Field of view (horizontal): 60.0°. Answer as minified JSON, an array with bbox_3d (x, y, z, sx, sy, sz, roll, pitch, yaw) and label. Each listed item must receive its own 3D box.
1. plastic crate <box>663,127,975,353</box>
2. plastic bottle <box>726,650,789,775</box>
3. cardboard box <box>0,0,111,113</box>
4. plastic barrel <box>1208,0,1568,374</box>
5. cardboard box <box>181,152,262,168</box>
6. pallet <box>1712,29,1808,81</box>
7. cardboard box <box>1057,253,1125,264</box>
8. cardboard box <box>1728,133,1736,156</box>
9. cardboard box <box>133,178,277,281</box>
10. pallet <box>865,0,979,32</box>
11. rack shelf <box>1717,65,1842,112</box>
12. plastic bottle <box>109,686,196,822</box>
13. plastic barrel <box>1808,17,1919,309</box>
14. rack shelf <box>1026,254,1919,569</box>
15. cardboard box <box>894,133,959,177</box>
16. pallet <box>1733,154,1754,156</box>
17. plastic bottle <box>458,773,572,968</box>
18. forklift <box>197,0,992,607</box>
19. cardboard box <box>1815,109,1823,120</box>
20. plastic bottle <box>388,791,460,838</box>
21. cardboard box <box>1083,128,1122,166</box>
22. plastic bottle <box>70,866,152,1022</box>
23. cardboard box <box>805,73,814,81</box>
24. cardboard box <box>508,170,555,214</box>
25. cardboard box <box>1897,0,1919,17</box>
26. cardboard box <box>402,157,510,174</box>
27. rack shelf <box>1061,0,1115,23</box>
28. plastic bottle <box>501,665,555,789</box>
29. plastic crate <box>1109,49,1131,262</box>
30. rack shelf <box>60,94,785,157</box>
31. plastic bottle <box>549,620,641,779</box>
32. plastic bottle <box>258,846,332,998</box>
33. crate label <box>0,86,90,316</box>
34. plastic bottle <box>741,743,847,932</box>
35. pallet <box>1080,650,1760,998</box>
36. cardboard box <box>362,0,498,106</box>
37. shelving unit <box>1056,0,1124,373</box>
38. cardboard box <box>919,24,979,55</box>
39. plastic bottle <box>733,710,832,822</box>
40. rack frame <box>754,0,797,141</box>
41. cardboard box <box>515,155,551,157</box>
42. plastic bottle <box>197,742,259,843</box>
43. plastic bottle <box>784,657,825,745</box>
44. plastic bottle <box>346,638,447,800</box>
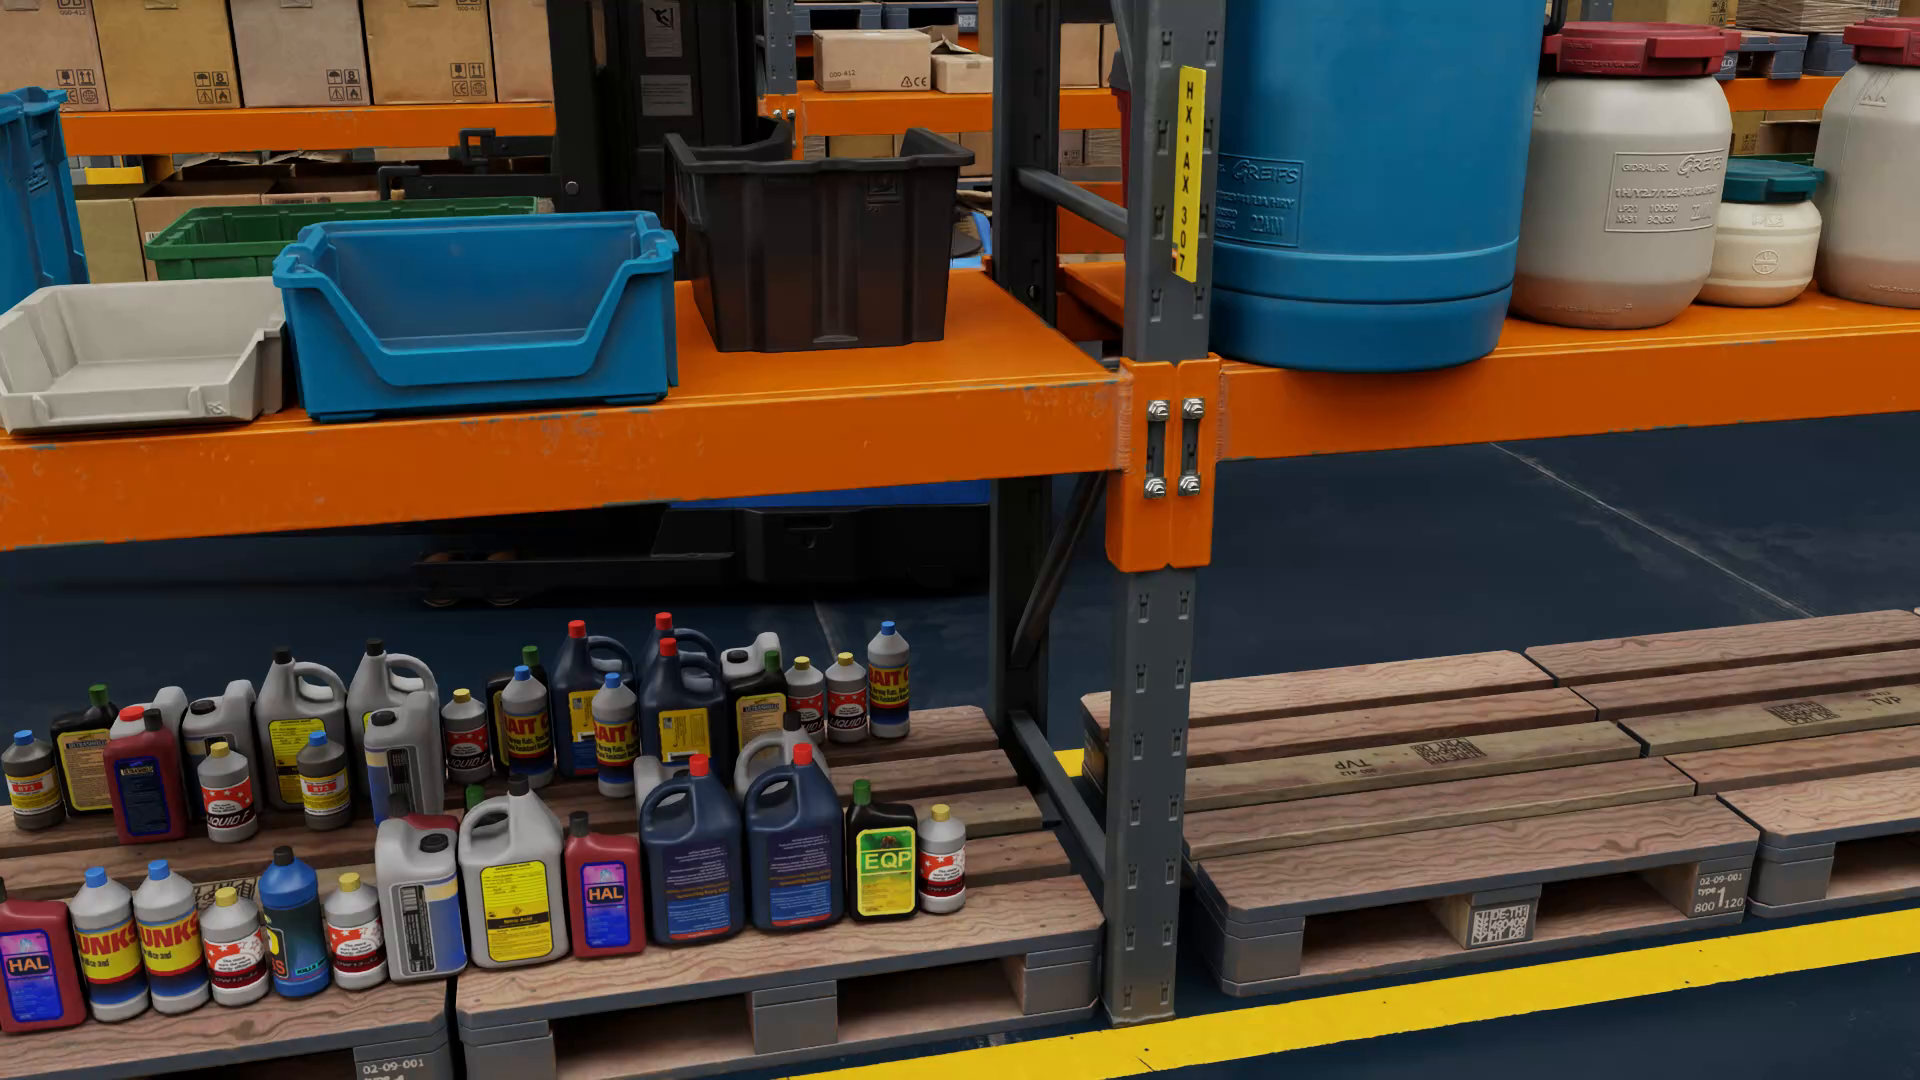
[{"bbox_3d":[-0.295,-0.604,3.192,0.504,0.338,0.767,-5,21,-12],"label":"plastic crate"},{"bbox_3d":[-0.450,0.386,3.709,0.133,0.283,0.061,-5,21,-12],"label":"plastic bottle"},{"bbox_3d":[-3.817,-2.096,7.031,0.500,0.500,0.700,-4,21,-11],"label":"cardboard box"},{"bbox_3d":[0.690,-0.796,2.898,0.708,0.901,0.600,-5,21,-12],"label":"plastic barrel"},{"bbox_3d":[-5.234,-2.600,11.821,0.500,0.311,0.500,-7,21,-19],"label":"cardboard box"},{"bbox_3d":[3.644,-2.594,8.813,1.003,0.211,1.213,-5,21,-12],"label":"pallet"},{"bbox_3d":[0.559,-1.488,8.087,0.500,0.311,0.500,-5,21,-14],"label":"cardboard box"},{"bbox_3d":[3.911,-2.150,9.227,0.500,0.250,0.500,-4,20,-10],"label":"cardboard box"},{"bbox_3d":[-3.242,-1.284,7.255,0.500,0.500,0.500,-5,21,-12],"label":"cardboard box"},{"bbox_3d":[-0.060,-4.004,12.663,1.213,0.211,1.003,-5,21,-12],"label":"pallet"},{"bbox_3d":[4.947,-2.427,9.125,4.000,0.370,1.077,-5,21,-12],"label":"rack shelf"},{"bbox_3d":[-1.711,0.454,3.533,0.135,0.276,0.152,-4,21,-12],"label":"plastic bottle"},{"bbox_3d":[1.940,-0.756,3.319,0.433,0.535,0.433,0,20,0],"label":"plastic barrel"},{"bbox_3d":[2.190,-0.452,3.734,4.000,0.370,1.077,-5,21,-12],"label":"rack shelf"},{"bbox_3d":[-0.326,-3.129,12.990,0.500,0.500,0.700,-4,21,-12],"label":"cardboard box"},{"bbox_3d":[6.508,-3.306,14.532,1.213,0.211,1.003,-5,21,-12],"label":"pallet"},{"bbox_3d":[-0.817,0.594,3.044,0.185,0.351,0.144,-5,21,-13],"label":"plastic bottle"},{"bbox_3d":[-1.376,-1.351,5.242,3.031,2.935,1.130,-1,20,-2],"label":"forklift"},{"bbox_3d":[7.491,-3.708,14.599,0.500,0.500,0.700,-4,21,-11],"label":"cardboard box"},{"bbox_3d":[-1.001,0.601,3.121,0.133,0.283,0.061,-5,21,-12],"label":"plastic bottle"},{"bbox_3d":[1.168,-3.223,13.246,0.500,0.500,0.700,-4,21,-12],"label":"cardboard box"},{"bbox_3d":[-1.479,0.693,2.888,0.097,0.271,0.097,0,20,0],"label":"plastic bottle"},{"bbox_3d":[-0.895,-3.433,12.729,0.500,0.250,0.500,-5,21,-14],"label":"cardboard box"},{"bbox_3d":[-1.782,-1.403,7.579,0.500,0.500,0.500,-5,21,-12],"label":"cardboard box"},{"bbox_3d":[5.188,-3.007,8.906,0.500,0.500,0.700,-10,23,-26],"label":"cardboard box"},{"bbox_3d":[-2.388,-1.537,7.946,0.500,0.500,0.500,-5,21,-12],"label":"cardboard box"},{"bbox_3d":[0.396,-1.635,5.231,0.480,0.518,0.431,-1,20,-2],"label":"rack shelf"},{"bbox_3d":[-0.955,0.407,3.669,0.097,0.271,0.097,0,20,0],"label":"plastic bottle"},{"bbox_3d":[0.645,-0.802,3.551,0.583,0.464,0.402,-5,21,-12],"label":"plastic crate"},{"bbox_3d":[-2.838,-1.794,7.397,4.000,0.370,1.077,-5,21,-12],"label":"rack shelf"},{"bbox_3d":[-0.821,0.346,3.722,0.185,0.351,0.144,-6,21,-15],"label":"plastic bottle"},{"bbox_3d":[-1.184,0.669,2.954,0.097,0.271,0.097,0,20,0],"label":"plastic bottle"},{"bbox_3d":[-1.920,-0.568,2.952,0.616,0.435,0.502,-5,21,-12],"label":"crate label"},{"bbox_3d":[-0.316,0.553,3.155,0.185,0.351,0.144,-5,21,-14],"label":"plastic bottle"},{"bbox_3d":[0.999,0.603,3.863,1.213,0.211,1.003,-5,21,-12],"label":"pallet"},{"bbox_3d":[-2.323,-2.217,7.361,0.500,0.500,0.700,-4,21,-12],"label":"cardboard box"},{"bbox_3d":[0.396,-0.991,5.467,0.503,2.100,0.431,-1,20,-2],"label":"shelving unit"},{"bbox_3d":[-0.079,-2.358,8.086,0.258,0.266,0.396,-5,21,-14],"label":"cardboard box"},{"bbox_3d":[-0.349,0.505,3.287,0.185,0.351,0.144,-5,21,-12],"label":"plastic bottle"},{"bbox_3d":[-0.892,-2.290,7.705,0.127,3.000,1.000,-5,21,-12],"label":"rack frame"},{"bbox_3d":[-3.036,-2.885,12.324,0.500,0.500,0.500,-6,21,-17],"label":"cardboard box"},{"bbox_3d":[-1.529,0.519,3.466,0.097,0.201,0.097,0,20,0],"label":"plastic bottle"},{"bbox_3d":[-0.365,0.370,3.871,0.097,0.201,0.097,0,20,0],"label":"plastic bottle"},{"bbox_3d":[-1.234,0.379,3.630,0.185,0.351,0.144,-5,21,-13],"label":"plastic bottle"}]
